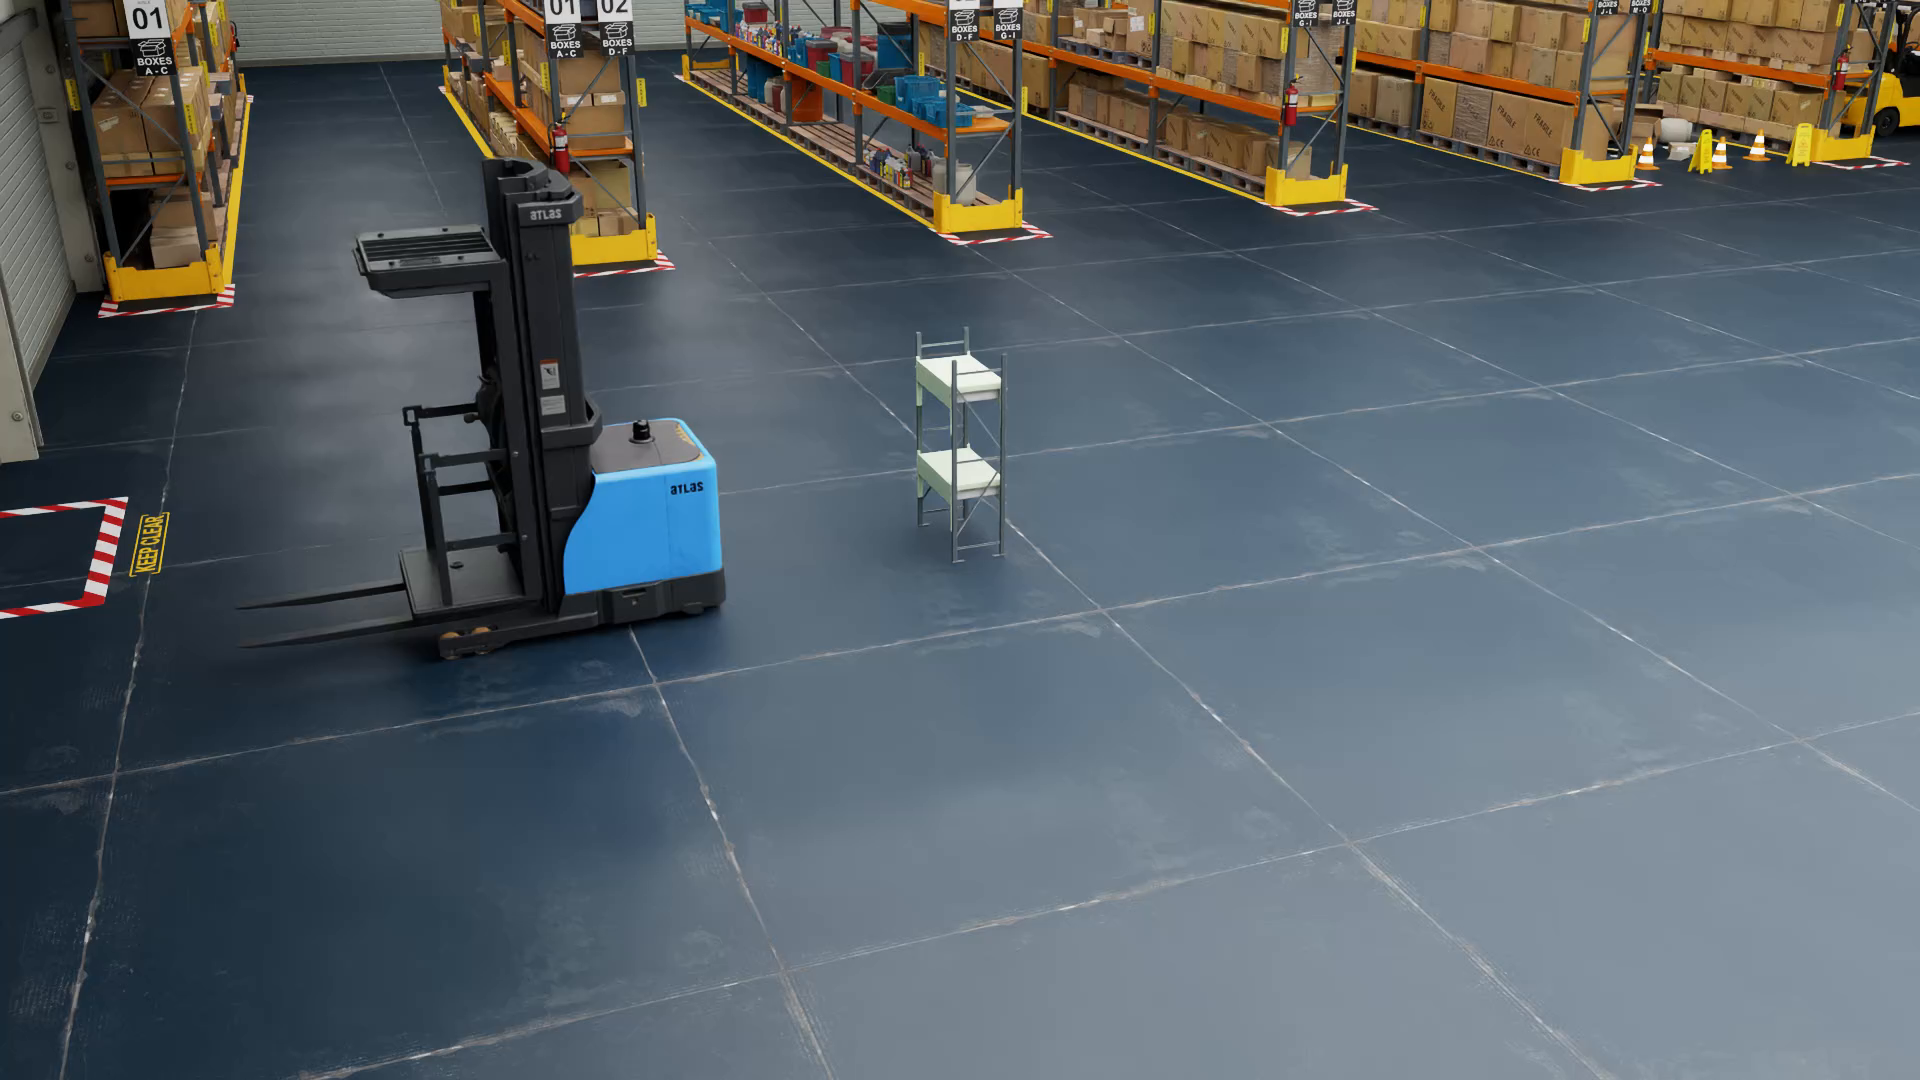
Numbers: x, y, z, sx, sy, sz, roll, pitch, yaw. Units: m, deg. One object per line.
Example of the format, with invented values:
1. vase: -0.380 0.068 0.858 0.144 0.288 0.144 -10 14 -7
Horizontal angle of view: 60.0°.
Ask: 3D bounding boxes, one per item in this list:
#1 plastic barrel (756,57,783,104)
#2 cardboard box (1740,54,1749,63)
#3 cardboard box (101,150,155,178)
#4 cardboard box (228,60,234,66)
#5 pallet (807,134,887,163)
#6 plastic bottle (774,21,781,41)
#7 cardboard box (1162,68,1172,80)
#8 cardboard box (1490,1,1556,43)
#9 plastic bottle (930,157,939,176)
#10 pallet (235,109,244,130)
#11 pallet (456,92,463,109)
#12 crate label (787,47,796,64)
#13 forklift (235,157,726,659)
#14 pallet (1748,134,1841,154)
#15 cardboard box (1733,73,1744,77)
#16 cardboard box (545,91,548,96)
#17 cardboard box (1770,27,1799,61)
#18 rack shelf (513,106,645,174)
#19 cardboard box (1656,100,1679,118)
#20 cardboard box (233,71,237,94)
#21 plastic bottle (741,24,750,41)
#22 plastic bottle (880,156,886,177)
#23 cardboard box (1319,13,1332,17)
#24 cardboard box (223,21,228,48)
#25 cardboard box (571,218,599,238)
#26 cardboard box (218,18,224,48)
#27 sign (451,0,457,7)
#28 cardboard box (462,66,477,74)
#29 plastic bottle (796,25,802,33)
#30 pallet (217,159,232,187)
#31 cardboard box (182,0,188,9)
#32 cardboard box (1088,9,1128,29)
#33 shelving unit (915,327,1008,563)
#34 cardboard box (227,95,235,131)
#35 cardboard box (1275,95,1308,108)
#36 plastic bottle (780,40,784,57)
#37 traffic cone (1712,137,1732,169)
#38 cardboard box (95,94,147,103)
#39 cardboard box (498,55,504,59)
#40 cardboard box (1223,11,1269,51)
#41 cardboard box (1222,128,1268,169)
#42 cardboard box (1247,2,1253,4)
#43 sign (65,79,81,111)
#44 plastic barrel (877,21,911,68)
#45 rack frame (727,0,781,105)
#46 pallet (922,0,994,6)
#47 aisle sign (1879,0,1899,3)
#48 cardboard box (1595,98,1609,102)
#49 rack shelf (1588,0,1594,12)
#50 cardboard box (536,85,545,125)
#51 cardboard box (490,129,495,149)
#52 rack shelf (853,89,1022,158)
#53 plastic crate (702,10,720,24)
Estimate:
1. plastic barrel: -3.503 -8.642 31.053 0.600 0.901 0.708 -8 24 -19
2. cardboard box: 13.361 -8.101 27.931 0.380 0.149 0.250 -8 24 -19
3. cardboard box: -9.305 -4.237 18.607 0.500 0.250 0.500 -8 24 -18
4. cardboard box: -14.054 -9.045 31.691 0.380 0.149 0.250 -9 24 -20
5. pallet: -1.852 -6.405 27.175 1.003 0.211 1.213 -8 24 -19
6. plastic bottle: -3.368 -9.474 30.930 0.144 0.351 0.185 -8 24 -19
7. cardboard box: 3.401 -7.318 26.074 0.380 0.149 0.250 -8 24 -19
8. cardboard box: 8.864 -8.127 26.086 0.875 0.550 0.500 -8 24 -19
9. plastic bottle: -0.370 -5.473 24.313 0.152 0.276 0.135 -8 24 -18
10. pallet: -13.393 -7.516 29.810 1.003 0.211 1.213 -8 24 -19
11. pallet: -9.241 -8.603 32.390 1.003 0.211 1.213 -8 24 -19
12. crate label: -2.718 -8.138 27.911 0.303 0.233 0.416 -8 24 -19
13. forklift: -3.133 -0.832 10.450 3.031 2.935 1.130 -9 24 -20
14. pallet: 13.934 -6.595 27.625 1.003 0.211 1.213 -8 24 -19
15. cardboard box: 13.443 -7.915 29.200 0.500 0.500 0.500 -8 24 -18
16. cardboard box: -5.003 -5.667 20.869 0.380 0.149 0.250 -8 24 -17
17. cardboard box: 13.592 -8.077 27.040 0.500 0.500 0.500 -8 24 -19
18. rack shelf: -5.032 -5.230 21.722 1.077 0.370 4.000 -8 24 -19
19. cardboard box: 12.757 -7.680 29.610 0.500 0.250 0.500 -10 25 -21
20. cardboard box: -14.270 -8.768 31.869 0.700 0.500 0.500 -8 24 -19
21. plastic bottle: -3.993 -9.462 30.998 0.152 0.276 0.135 -8 24 -19
22. plastic bottle: -1.120 -5.433 24.208 0.061 0.283 0.133 -7 24 -17
23. cardboard box: 6.881 -9.404 30.572 0.500 0.500 0.500 -9 24 -19
24. cardboard box: -13.627 -9.117 29.633 0.980 0.700 0.700 -9 24 -20
25. cardboard box: -4.791 -3.915 20.677 0.500 0.250 0.500 -8 24 -19
26. cardboard box: -12.799 -8.573 28.190 0.500 0.500 0.500 -9 24 -20
27. sign: -9.070 -9.516 29.852 0.100 0.325 0.005 -8 24 -19
28. cardboard box: -9.233 -8.929 32.220 0.797 0.503 0.637 -8 24 -19
29. plastic bottle: -2.909 -9.161 30.186 0.144 0.351 0.185 -8 24 -19
30. pallet: -11.510 -5.491 25.006 1.003 0.211 1.213 -8 24 -19
31. cardboard box: -9.961 -6.894 20.728 0.500 0.500 0.500 -8 24 -18
32. cardboard box: 2.636 -8.959 28.974 0.700 0.500 0.500 -5 23 -11
33. shelving unit: 0.002 -0.689 11.953 0.431 1.500 0.755 -8 24 -19
34. cardboard box: -12.530 -7.176 27.640 0.750 0.750 0.750 -8 24 -17
35. cardboard box: 4.650 -6.152 23.307 0.380 0.149 0.250 -8 24 -19
36. plastic bottle: -3.058 -8.454 28.596 0.061 0.283 0.133 -8 24 -19
37. traffic cone: 11.937 -6.086 26.095 0.336 0.463 0.334 -8 24 -19
38. cardboard box: -9.492 -4.765 18.896 0.500 0.500 0.500 -8 24 -18
39. cardboard box: -7.064 -7.562 26.444 0.500 0.311 0.500 -7 24 -16
40. cardboard box: 4.162 -7.365 24.063 0.500 0.500 0.500 -8 24 -19
41. cardboard box: 4.292 -5.906 25.077 0.500 0.500 0.500 -6 24 -14
42. cardboard box: 5.835 -10.582 32.511 0.380 0.149 0.250 -8 24 -19
43. sign: -9.485 -4.764 17.793 0.100 0.325 0.005 -8 24 -19
44. plastic barrel: -0.956 -7.379 25.250 0.600 0.901 0.708 -8 24 -19
45. rack frame: -3.929 -9.873 31.812 1.000 3.000 0.127 -8 24 -19
46. pallet: 0.109 -7.122 21.666 1.003 0.211 1.213 -8 24 -19
47. aisle sign: 14.526 -8.770 25.848 0.394 0.787 0.004 -8 24 -19
48. cardboard box: 11.147 -7.947 29.487 0.500 0.500 0.500 -8 24 -19
49. rack shelf: 8.913 -8.614 25.888 1.077 0.370 4.000 -8 24 -19
50. cardboard box: -5.210 -5.800 22.020 0.700 0.500 0.500 -8 24 -18
51. cardboard box: -7.241 -6.437 26.660 0.500 0.250 0.500 -8 24 -19
52. rack shelf: -0.397 -5.908 23.331 1.077 0.370 4.000 -8 24 -19
53. plastic crate: -4.992 -10.554 33.568 0.416 0.233 0.300 -8 24 -19
